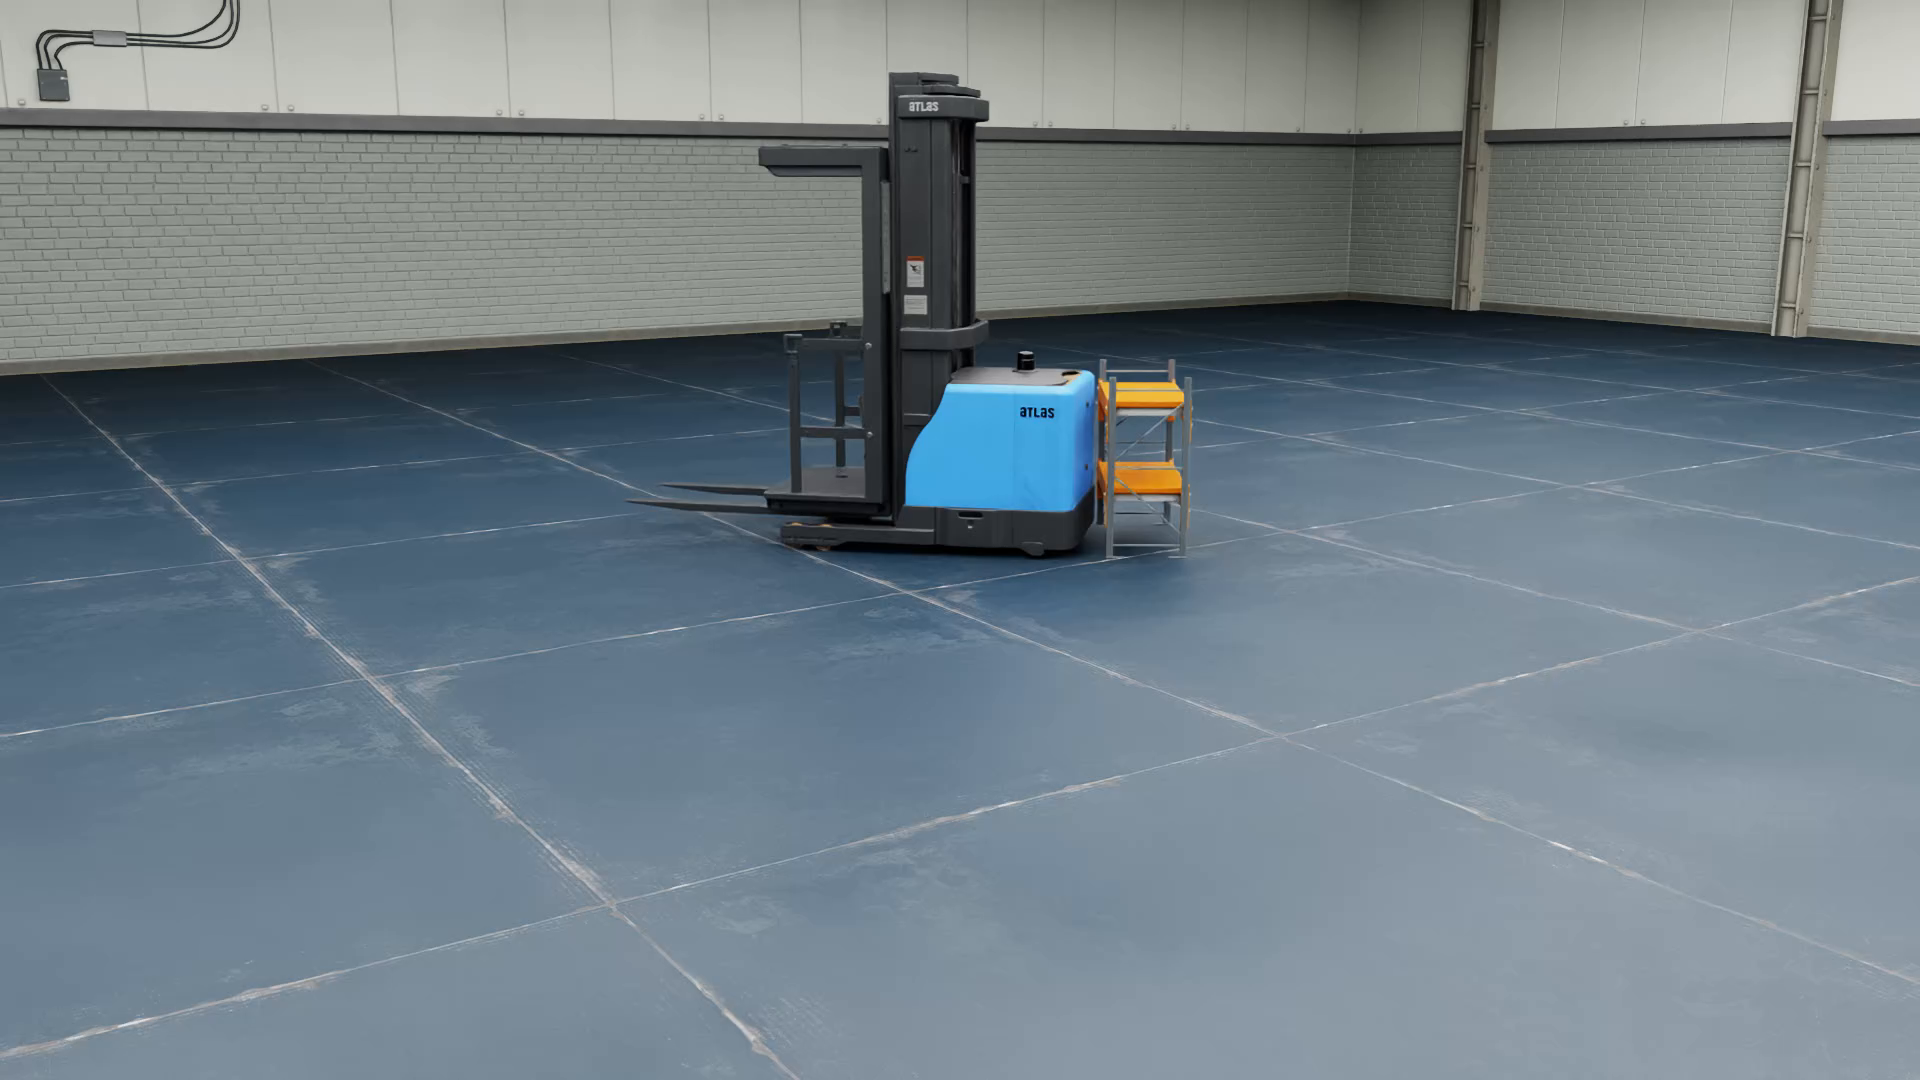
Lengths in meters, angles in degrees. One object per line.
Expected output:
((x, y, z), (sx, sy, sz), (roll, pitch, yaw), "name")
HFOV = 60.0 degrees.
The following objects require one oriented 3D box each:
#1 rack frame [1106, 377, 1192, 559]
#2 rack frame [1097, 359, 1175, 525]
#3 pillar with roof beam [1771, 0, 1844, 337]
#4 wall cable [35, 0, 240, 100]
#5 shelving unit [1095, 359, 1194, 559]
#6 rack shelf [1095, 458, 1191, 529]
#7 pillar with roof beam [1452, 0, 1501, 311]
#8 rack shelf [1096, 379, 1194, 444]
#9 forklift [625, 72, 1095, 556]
((1.159, -0.439, 10.237), (0.500, 1.125, 0.032), (0, 12, 1), "rack frame")
((1.186, -0.656, 11.230), (0.500, 1.125, 0.032), (0, 12, 1), "rack frame")
((8.755, -6.924, 21.462), (9.100, 9.000, 0.400), (-8, 15, -33), "pillar with roof beam")
((-9.828, -8.235, 19.496), (2.305, 6.003, 0.169), (-8, 15, -33), "wall cable")
((1.173, -0.548, 10.733), (0.538, 1.125, 1.048), (0, 12, 1), "shelving unit")
((1.173, -0.309, 10.786), (0.538, 0.278, 1.000), (0, 12, 1), "rack shelf")
((5.431, -7.991, 26.341), (9.100, 9.000, 0.400), (-8, 15, -33), "pillar with roof beam")
((1.173, -0.834, 10.671), (0.538, 0.278, 1.000), (0, 12, 1), "rack shelf")
((-0.672, -1.474, 10.739), (3.031, 2.935, 1.130), (3, 13, 12), "forklift")
